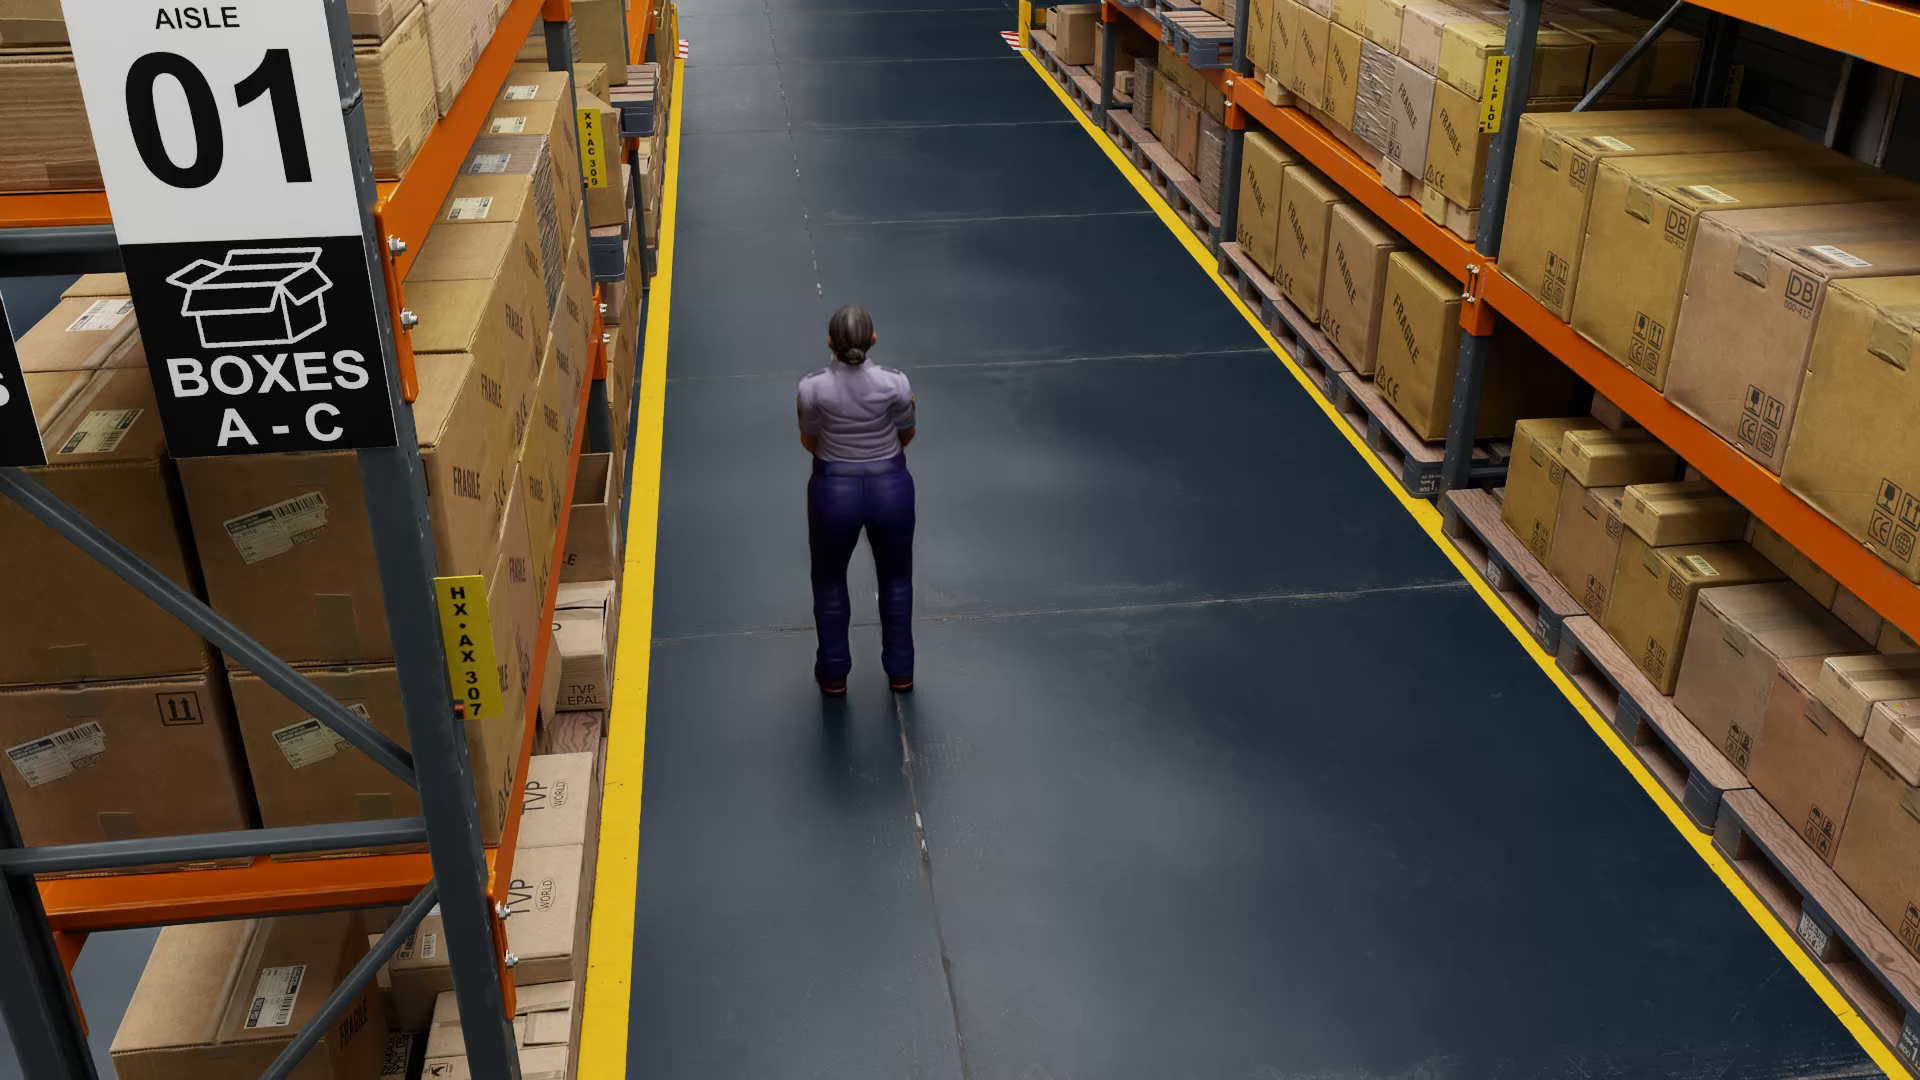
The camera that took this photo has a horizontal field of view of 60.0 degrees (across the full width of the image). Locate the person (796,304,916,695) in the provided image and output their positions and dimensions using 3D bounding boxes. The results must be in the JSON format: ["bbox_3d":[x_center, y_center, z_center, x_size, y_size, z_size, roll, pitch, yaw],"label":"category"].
[{"bbox_3d":[-0.399,-0.183,6.515,0.453,1.624,0.520,-3,27,-6],"label":"person"}]
